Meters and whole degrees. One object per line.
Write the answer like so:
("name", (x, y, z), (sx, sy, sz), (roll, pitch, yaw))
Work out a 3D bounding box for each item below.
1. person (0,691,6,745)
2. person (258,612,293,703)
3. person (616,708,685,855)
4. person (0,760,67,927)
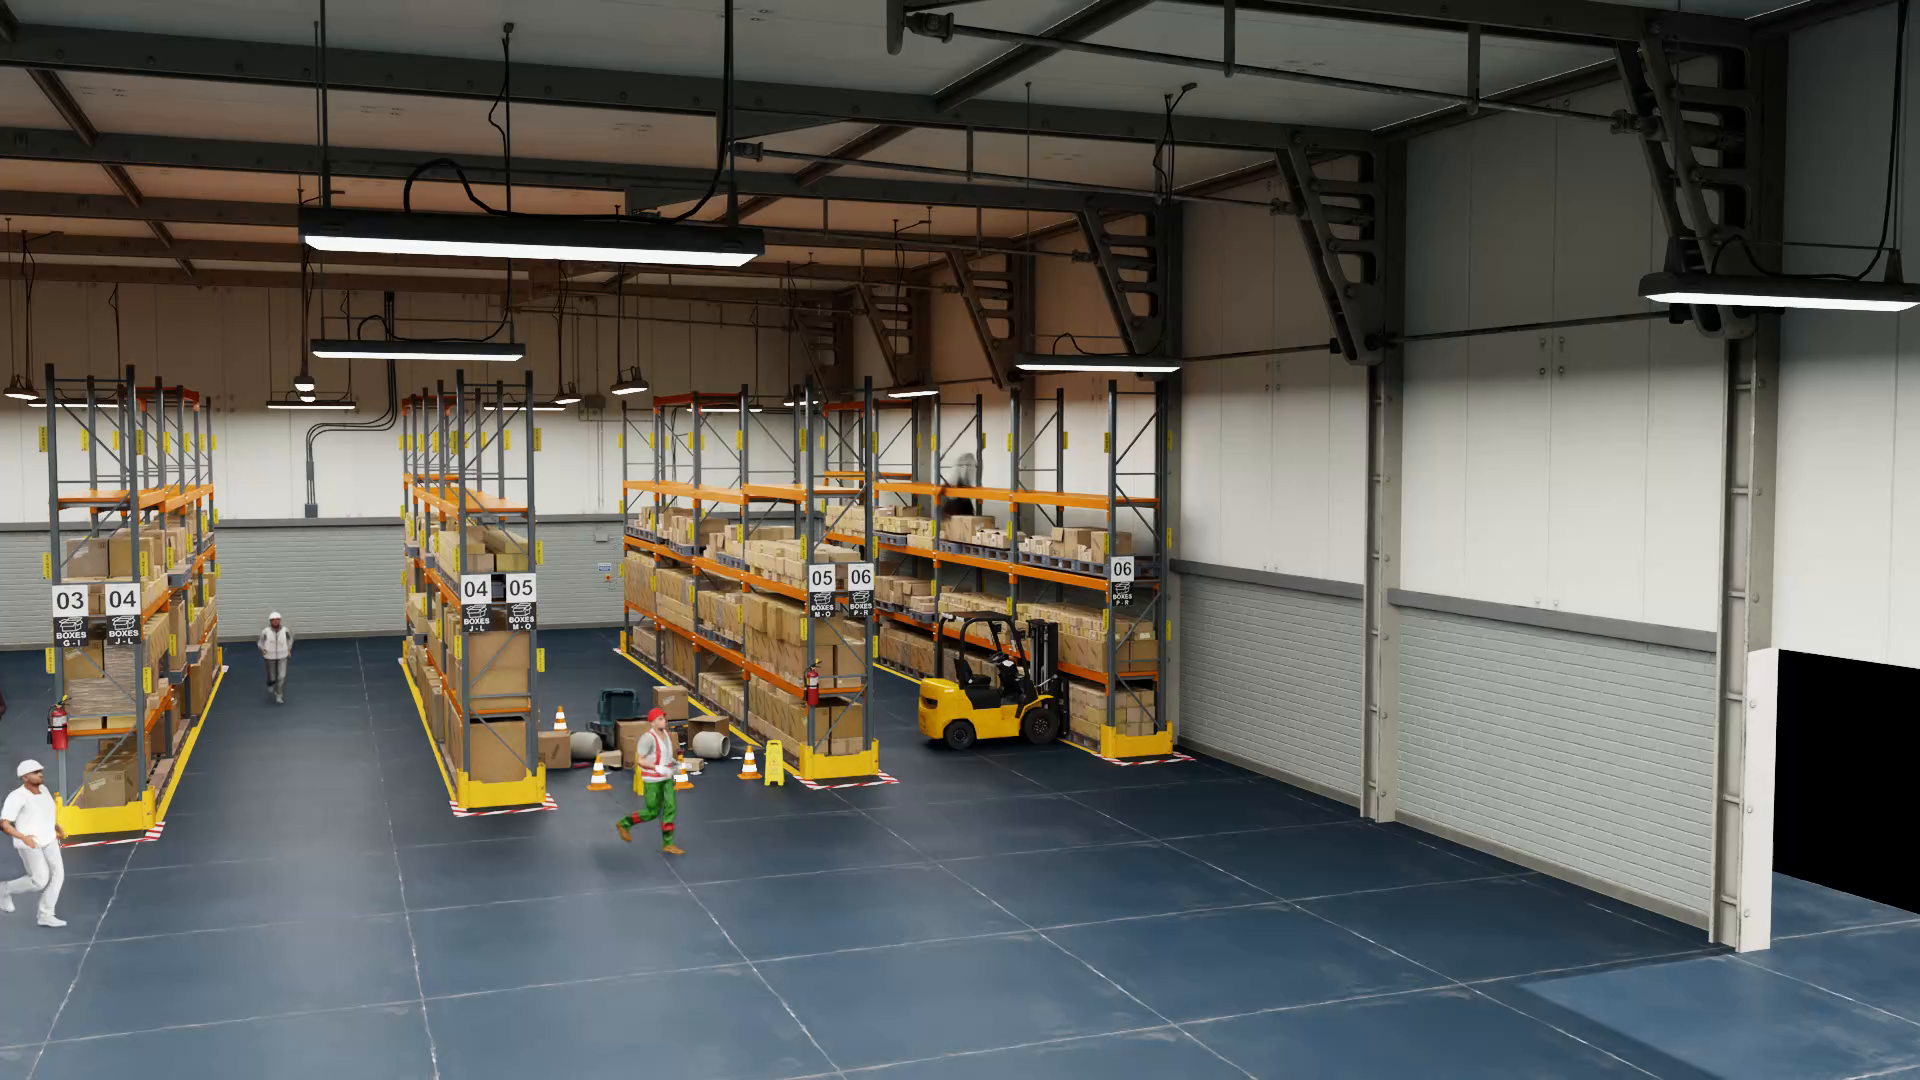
("person", (-14.094, 2.747, 23.895), (0.707, 1.706, 0.668), (-2, 4, -33))
("person", (-13.234, 2.256, 32.172), (0.652, 1.743, 0.813), (-2, 4, -29))
("person", (-3.752, 2.936, 20.359), (0.885, 1.783, 0.664), (2, 4, 25))
("person", (-9.628, 3.140, 17.247), (0.739, 1.739, 0.707), (0, 3, 8))
